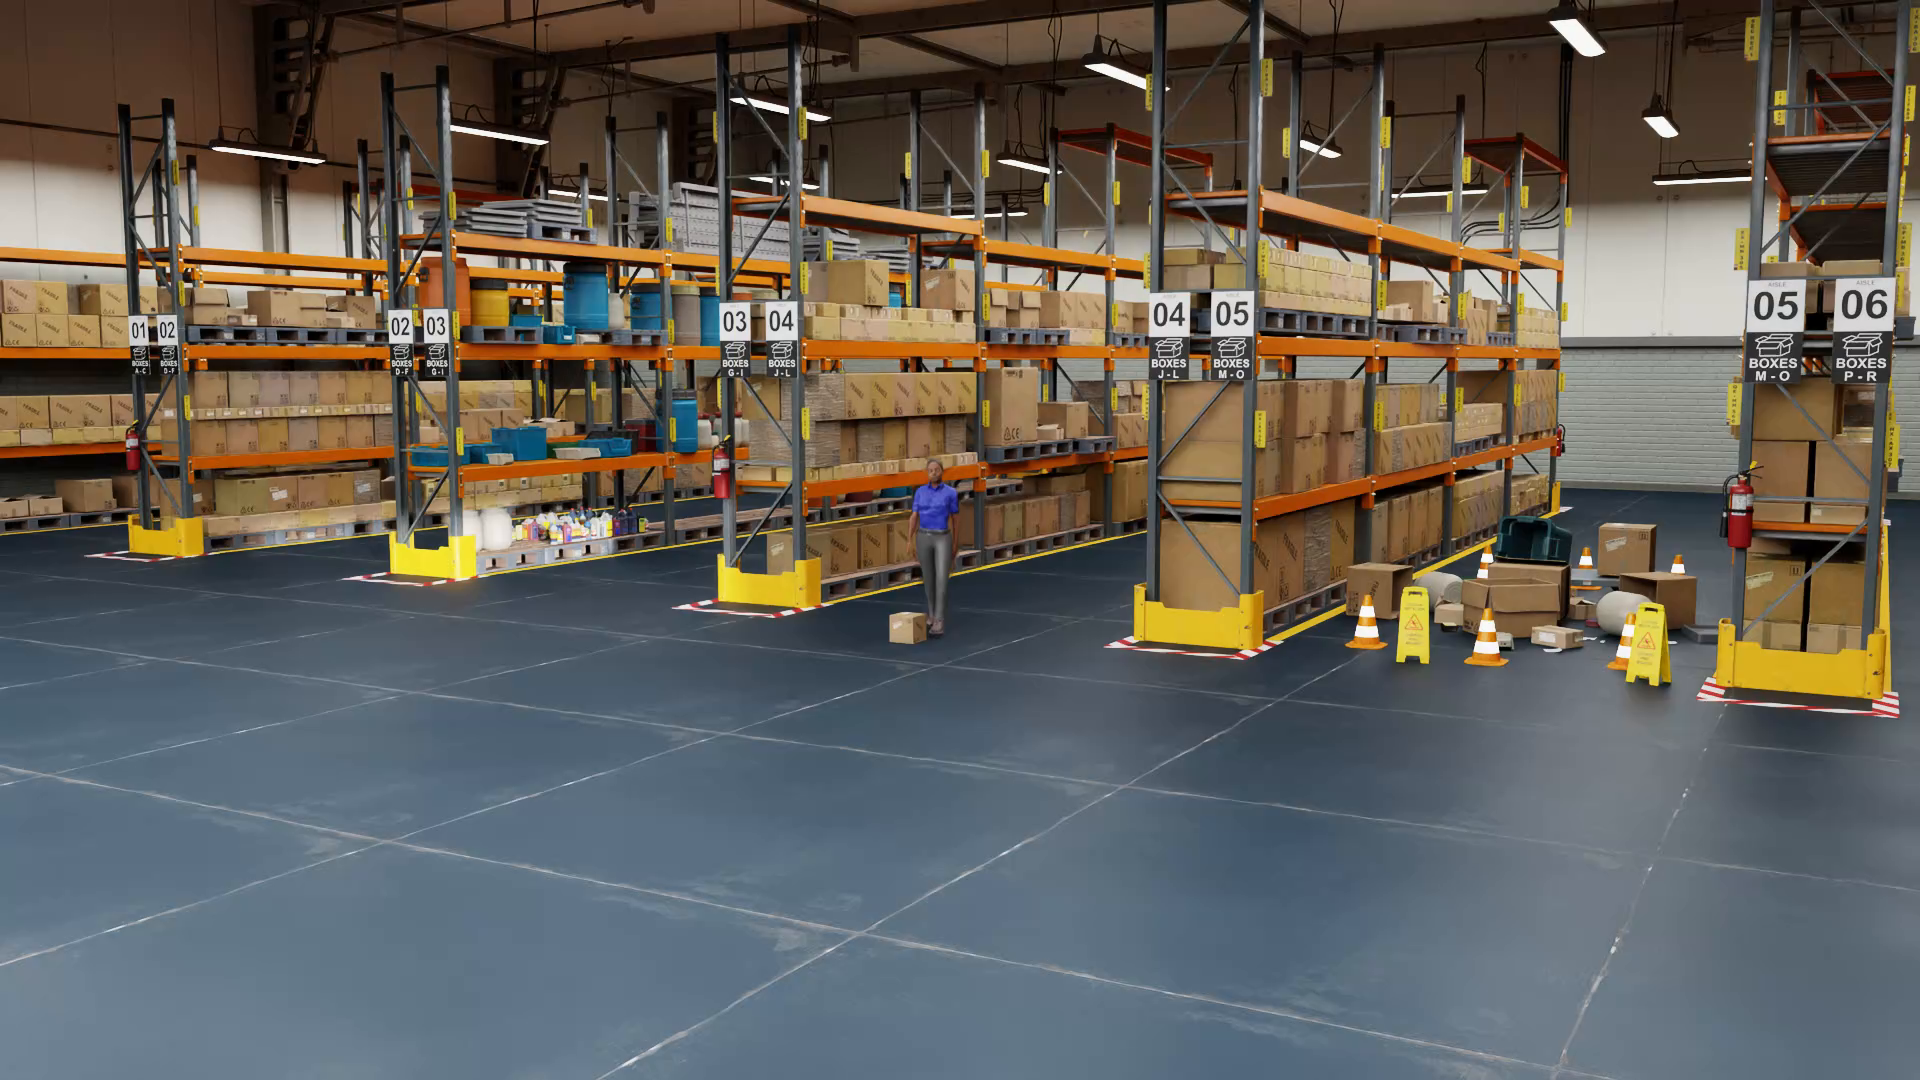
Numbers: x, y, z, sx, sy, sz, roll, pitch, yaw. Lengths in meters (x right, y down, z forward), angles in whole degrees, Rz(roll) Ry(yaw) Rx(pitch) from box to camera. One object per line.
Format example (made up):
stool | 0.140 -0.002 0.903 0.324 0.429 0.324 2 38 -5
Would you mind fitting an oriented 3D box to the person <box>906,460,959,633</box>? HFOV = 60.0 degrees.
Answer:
person | -0.279 0.052 15.814 0.454 1.611 0.889 2 6 16
